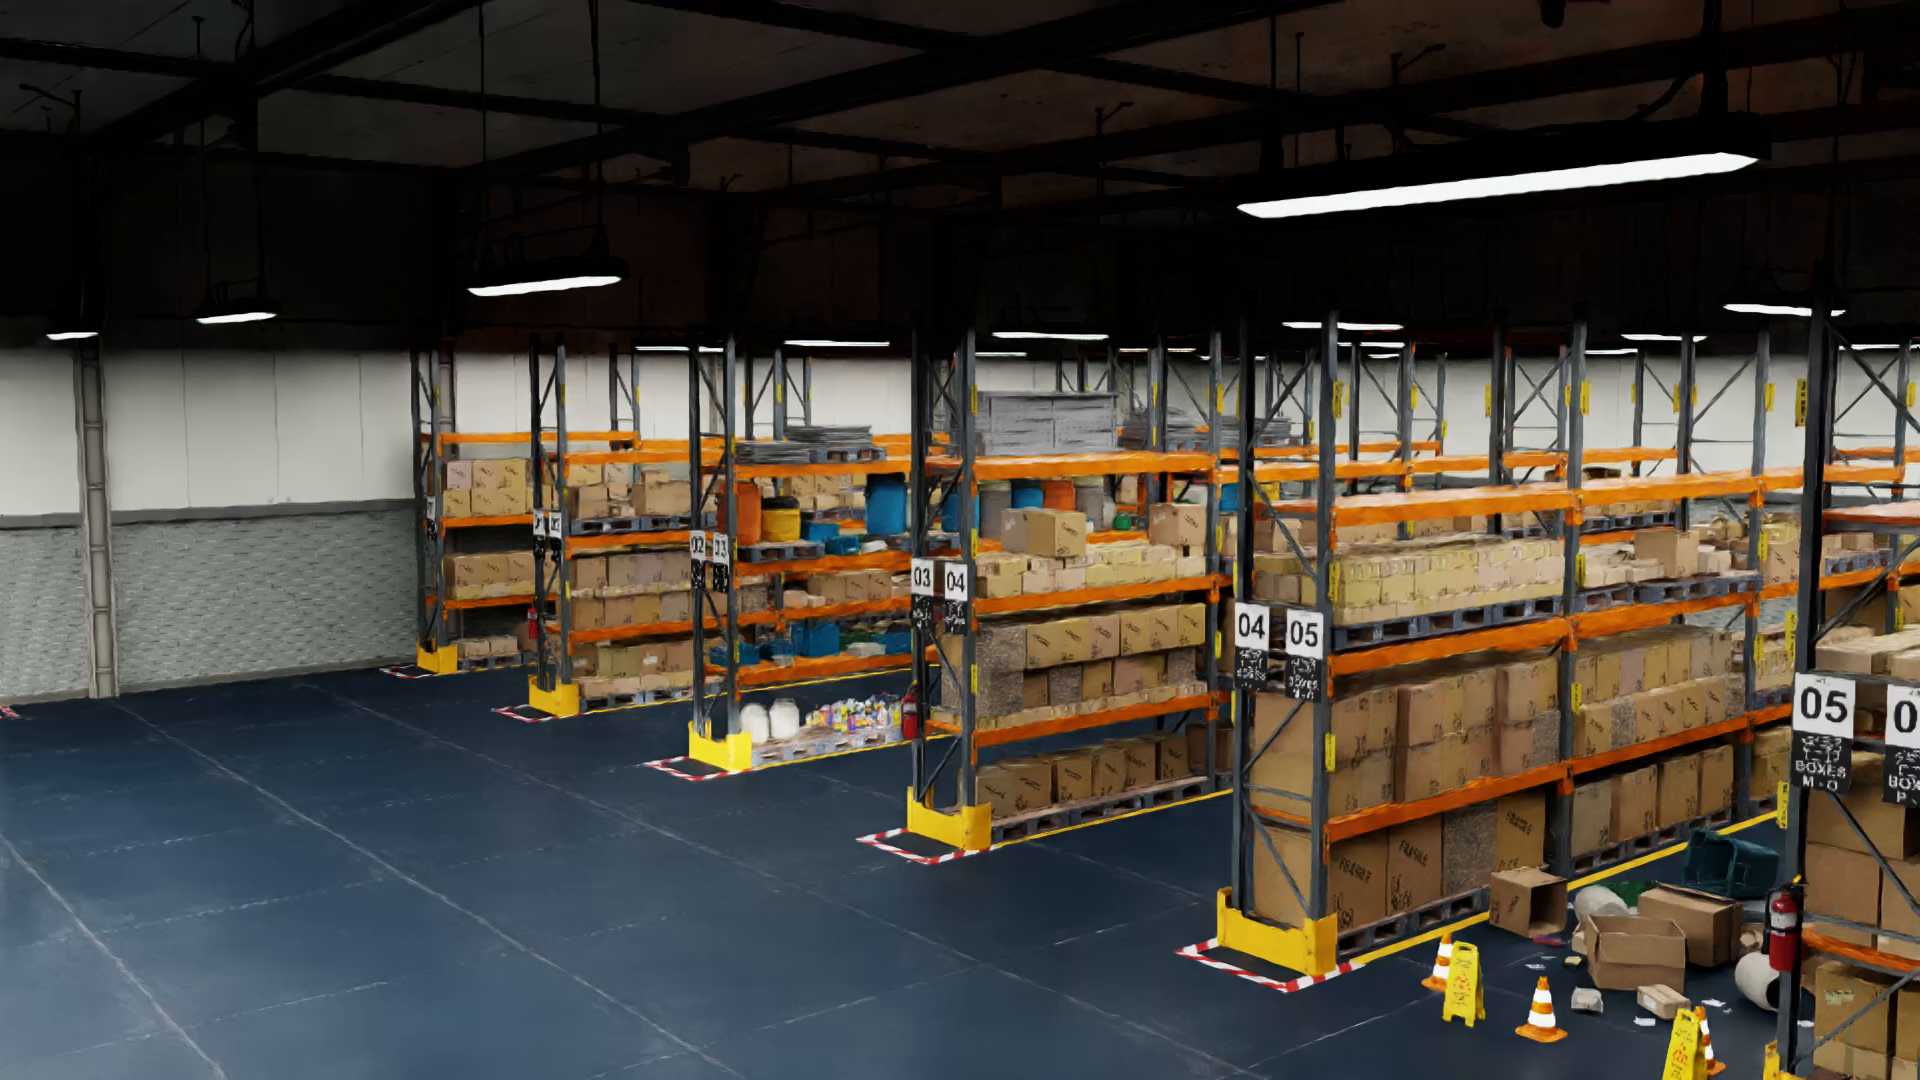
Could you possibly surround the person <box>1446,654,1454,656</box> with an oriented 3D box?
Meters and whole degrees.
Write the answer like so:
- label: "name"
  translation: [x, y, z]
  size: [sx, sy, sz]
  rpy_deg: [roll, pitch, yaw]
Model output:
- label: "person"
  translation: [6.798, 2.163, 22.710]
  size: [0.401, 1.776, 0.700]
  rpy_deg: [4, 7, 37]
